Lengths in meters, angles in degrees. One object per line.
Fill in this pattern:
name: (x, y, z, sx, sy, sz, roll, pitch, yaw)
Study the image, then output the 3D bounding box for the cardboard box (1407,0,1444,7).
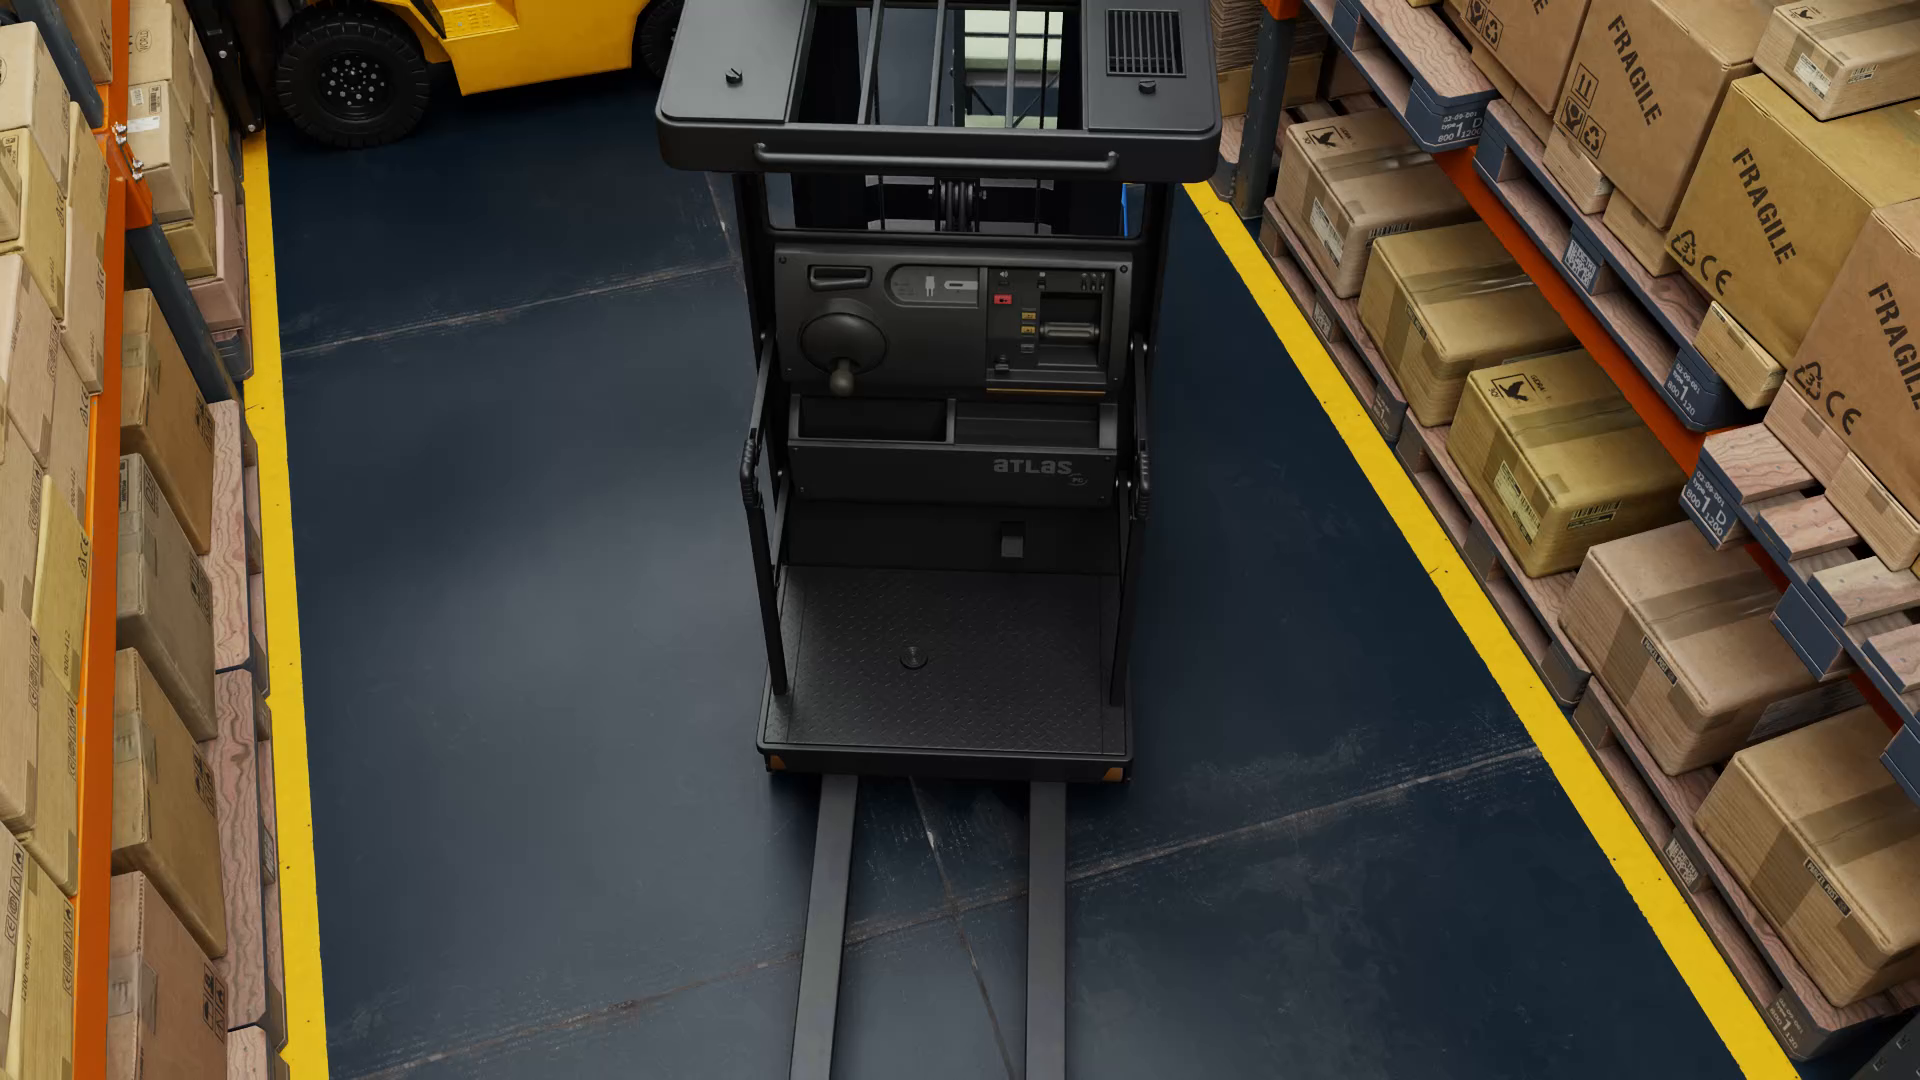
cardboard box: (1.552, -1.830, 5.220, 0.380, 0.149, 0.250, -12, 51, -10)

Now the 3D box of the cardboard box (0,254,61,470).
cardboard box: (-2.422, -0.373, 3.874, 0.500, 0.250, 0.500, -12, 51, -10)

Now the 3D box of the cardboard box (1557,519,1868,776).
cardboard box: (2.424, 0.246, 5.024, 0.950, 0.372, 0.625, -14, 51, -12)

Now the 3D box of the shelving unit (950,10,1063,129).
shelving unit: (0.197, -1.467, 6.006, 0.431, 1.500, 0.755, 2, 50, 2)

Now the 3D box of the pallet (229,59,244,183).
pallet: (-3.675, -1.894, 7.208, 1.003, 0.211, 1.213, -13, 51, -11)

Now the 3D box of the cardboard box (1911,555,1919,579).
cardboard box: (2.338, 0.067, 3.622, 0.380, 0.149, 0.250, -13, 51, -10)

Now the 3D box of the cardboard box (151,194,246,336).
cardboard box: (-2.943, -0.987, 6.144, 0.500, 0.250, 0.500, -13, 51, -11)

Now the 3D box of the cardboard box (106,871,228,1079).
cardboard box: (-2.305, 1.308, 3.964, 0.875, 0.625, 0.625, -12, 51, -10)

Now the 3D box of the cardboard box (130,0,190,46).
cardboard box: (-3.259, -2.042, 6.379, 0.500, 0.250, 0.500, -12, 51, -10)

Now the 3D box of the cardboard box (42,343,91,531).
cardboard box: (-2.445, -0.217, 4.069, 0.500, 0.250, 0.500, -13, 51, -11)

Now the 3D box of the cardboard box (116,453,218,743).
cardboard box: (-2.729, 0.267, 4.841, 0.875, 0.625, 0.625, -14, 51, -11)

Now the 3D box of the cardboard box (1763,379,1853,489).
cardboard box: (2.153, -0.293, 3.925, 0.380, 0.149, 0.250, -16, 52, -13)

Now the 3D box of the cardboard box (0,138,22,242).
cardboard box: (-2.483, -0.815, 3.985, 0.380, 0.149, 0.250, -15, 51, -12)

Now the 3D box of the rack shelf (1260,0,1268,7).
rack shelf: (1.033, -3.664, 7.347, 1.077, 0.370, 4.000, -13, 51, -11)

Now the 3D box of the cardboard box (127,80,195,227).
cardboard box: (-2.959, -1.305, 5.758, 0.500, 0.250, 0.500, -14, 51, -12)

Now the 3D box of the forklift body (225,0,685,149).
forklift body: (-1.995, -2.985, 6.860, 2.313, 2.155, 1.214, -13, 51, -11)

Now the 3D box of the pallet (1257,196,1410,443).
pallet: (1.856, -0.968, 6.428, 1.003, 0.211, 1.213, -13, 51, -11)

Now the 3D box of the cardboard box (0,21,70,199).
cardboard box: (-2.726, -1.122, 4.505, 0.500, 0.250, 0.500, -14, 51, -12)

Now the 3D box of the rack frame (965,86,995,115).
rack frame: (0.212, -1.746, 6.241, 0.400, 1.500, 0.023, 2, 50, 2)

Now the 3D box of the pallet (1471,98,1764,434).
pallet: (2.183, -0.888, 4.662, 1.003, 0.211, 1.213, -13, 51, -11)

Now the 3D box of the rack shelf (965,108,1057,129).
rack shelf: (0.197, -1.257, 6.255, 0.431, 0.370, 0.720, 2, 50, 2)

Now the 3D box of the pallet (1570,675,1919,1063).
pallet: (2.578, 0.814, 4.925, 1.003, 0.211, 1.213, -13, 51, -11)

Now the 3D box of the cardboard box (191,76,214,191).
cardboard box: (-3.115, -1.510, 6.258, 0.500, 0.250, 0.500, -14, 51, -11)

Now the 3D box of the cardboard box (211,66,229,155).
cardboard box: (-3.274, -1.726, 6.767, 0.500, 0.250, 0.500, -13, 51, -10)

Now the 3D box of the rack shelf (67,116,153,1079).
rack shelf: (-2.524, 0.383, 3.936, 1.077, 0.370, 4.000, -13, 51, -11)

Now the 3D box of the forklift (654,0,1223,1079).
forklift: (-0.026, -0.463, 4.223, 1.130, 2.935, 3.031, 2, 50, 2)

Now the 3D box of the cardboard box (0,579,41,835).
cardboard box: (-2.115, 0.367, 3.249, 0.500, 0.250, 0.500, -14, 51, -12)

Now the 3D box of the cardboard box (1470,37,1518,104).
cardboard box: (1.745, -1.443, 4.894, 0.380, 0.149, 0.250, -13, 51, -10)

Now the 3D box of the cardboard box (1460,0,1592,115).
cardboard box: (1.771, -1.561, 4.569, 0.500, 0.500, 0.500, -14, 51, -11)

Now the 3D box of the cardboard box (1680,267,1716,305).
cardboard box: (2.105, -0.703, 4.270, 0.380, 0.149, 0.250, -13, 51, -11)

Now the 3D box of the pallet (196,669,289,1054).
pallet: (-2.496, 1.011, 4.760, 1.003, 0.211, 1.213, -13, 51, -11)

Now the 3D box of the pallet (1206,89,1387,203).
pallet: (1.392, -2.018, 7.314, 1.003, 0.211, 1.213, -13, 51, -11)

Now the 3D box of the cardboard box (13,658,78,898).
cardboard box: (-2.134, 0.538, 3.433, 0.500, 0.250, 0.500, -15, 51, -12)

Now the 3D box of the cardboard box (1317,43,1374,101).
cardboard box: (1.708, -2.176, 7.146, 0.500, 0.250, 0.500, -15, 52, -13)

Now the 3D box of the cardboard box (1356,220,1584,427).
cardboard box: (1.998, -0.816, 5.920, 0.950, 0.372, 0.625, -10, 51, -9)

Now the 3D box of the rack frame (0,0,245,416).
rack frame: (-3.116, -1.310, 4.892, 1.000, 3.000, 0.127, -13, 51, -11)

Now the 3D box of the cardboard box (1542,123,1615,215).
cardboard box: (1.845, -1.056, 4.568, 0.380, 0.149, 0.250, -12, 51, -10)

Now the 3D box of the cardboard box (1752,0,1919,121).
cardboard box: (2.054, -1.117, 3.771, 0.380, 0.149, 0.250, -16, 52, -13)

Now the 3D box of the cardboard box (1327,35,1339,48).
cardboard box: (1.708, -2.417, 6.859, 0.500, 0.500, 0.500, -11, 51, -9)

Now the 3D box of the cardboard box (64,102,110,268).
cardboard box: (-2.717, -0.952, 4.689, 0.500, 0.250, 0.500, -12, 51, -10)

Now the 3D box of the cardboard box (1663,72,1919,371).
cardboard box: (2.094, -0.789, 3.919, 0.500, 0.500, 0.500, -16, 52, -13)
